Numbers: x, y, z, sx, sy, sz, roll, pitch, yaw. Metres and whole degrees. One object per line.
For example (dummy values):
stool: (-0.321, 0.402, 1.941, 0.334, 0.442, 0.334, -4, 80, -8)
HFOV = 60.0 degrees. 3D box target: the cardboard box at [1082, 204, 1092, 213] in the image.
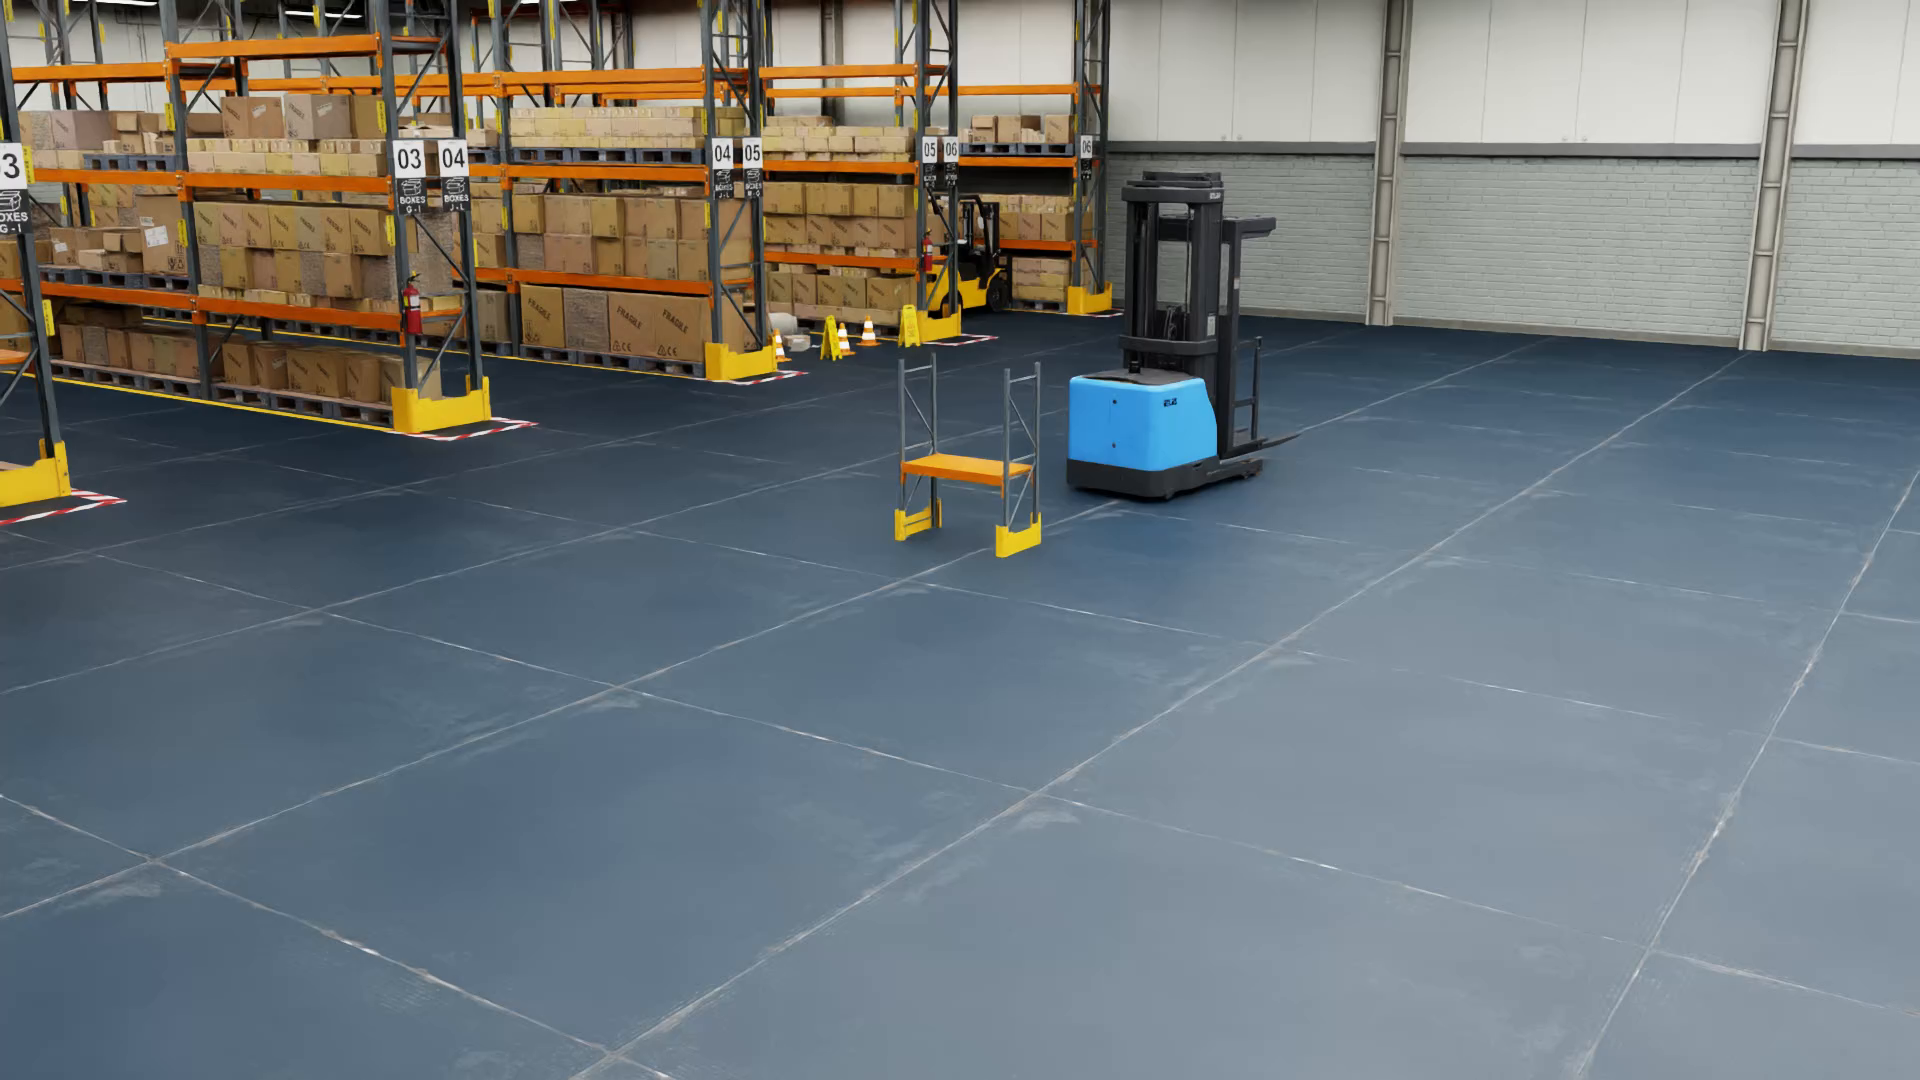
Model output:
cardboard box: (2.266, -6.201, 31.073, 0.250, 0.149, 0.380, 9, 16, 31)

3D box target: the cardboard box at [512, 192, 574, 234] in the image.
cardboard box: (-6.075, -4.827, 24.520, 0.550, 0.550, 0.875, 9, 17, 33)

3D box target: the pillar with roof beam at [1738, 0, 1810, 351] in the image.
pillar with roof beam: (9.883, -6.458, 21.184, 0.400, 9.000, 9.100, 9, 17, 33)

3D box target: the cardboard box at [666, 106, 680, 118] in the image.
cardboard box: (-3.718, -5.735, 22.285, 0.250, 0.149, 0.380, 9, 17, 33)

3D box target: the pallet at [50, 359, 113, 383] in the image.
pallet: (-11.885, -2.389, 23.033, 1.213, 0.211, 1.003, 9, 17, 33)

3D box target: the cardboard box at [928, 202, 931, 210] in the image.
cardboard box: (-0.583, -6.511, 32.324, 0.250, 0.149, 0.380, 10, 17, 34)

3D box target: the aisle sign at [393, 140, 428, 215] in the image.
aisle sign: (-6.011, -3.968, 18.201, 0.004, 0.787, 0.394, 9, 17, 33)

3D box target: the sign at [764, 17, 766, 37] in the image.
sign: (-3.365, -8.796, 28.522, 0.005, 0.325, 0.100, 9, 17, 33)

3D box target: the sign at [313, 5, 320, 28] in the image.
sign: (-9.976, -8.117, 25.777, 0.005, 0.325, 0.100, 9, 17, 33)

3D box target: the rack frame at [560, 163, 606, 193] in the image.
rack frame: (-7.002, -5.823, 31.104, 0.127, 3.000, 1.000, 9, 17, 33)

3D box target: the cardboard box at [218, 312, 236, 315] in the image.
cardboard box: (-12.535, -4.198, 28.865, 0.500, 0.500, 0.500, 10, 17, 35)

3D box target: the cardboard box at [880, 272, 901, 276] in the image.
cardboard box: (-1.335, -4.219, 27.912, 0.500, 0.500, 0.500, 8, 16, 31)

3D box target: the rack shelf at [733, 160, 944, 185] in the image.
rack shelf: (-2.024, -6.125, 27.580, 4.000, 0.370, 1.077, 9, 17, 33)

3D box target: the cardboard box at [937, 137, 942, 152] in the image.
cardboard box: (-0.633, -6.398, 26.879, 0.500, 0.250, 0.500, 9, 16, 32)

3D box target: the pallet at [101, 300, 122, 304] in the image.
pallet: (-15.602, -4.416, 31.222, 1.213, 0.211, 1.003, 9, 17, 33)

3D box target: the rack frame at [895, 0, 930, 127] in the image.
rack frame: (-0.916, -9.189, 32.216, 0.127, 3.000, 1.000, 9, 17, 33)

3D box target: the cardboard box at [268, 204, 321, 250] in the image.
cardboard box: (-7.731, -3.679, 19.536, 0.500, 0.500, 0.500, 9, 17, 33)

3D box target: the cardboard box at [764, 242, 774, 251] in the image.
cardboard box: (-3.125, -5.005, 28.324, 0.250, 0.149, 0.380, 9, 17, 33)

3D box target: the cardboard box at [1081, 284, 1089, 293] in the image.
cardboard box: (2.105, -4.714, 31.474, 0.500, 0.250, 0.500, 9, 17, 33)

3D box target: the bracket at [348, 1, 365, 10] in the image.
bracket: (-15.117, -13.390, 41.694, 0.430, 0.232, 0.235, 9, 17, 33)

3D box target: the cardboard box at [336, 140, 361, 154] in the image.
cardboard box: (-6.738, -4.399, 18.592, 0.250, 0.149, 0.380, 8, 16, 30)

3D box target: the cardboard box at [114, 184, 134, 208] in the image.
cardboard box: (-14.829, -6.252, 29.930, 0.500, 0.500, 0.500, 9, 16, 31)

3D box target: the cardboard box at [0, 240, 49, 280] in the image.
cardboard box: (-13.081, -3.912, 23.178, 0.500, 0.500, 0.500, 10, 17, 35)

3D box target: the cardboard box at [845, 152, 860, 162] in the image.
cardboard box: (-1.649, -6.217, 26.975, 0.250, 0.149, 0.380, 9, 17, 32)

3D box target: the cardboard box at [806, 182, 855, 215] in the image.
cardboard box: (-2.143, -5.665, 27.559, 0.500, 0.500, 0.700, 9, 17, 32)

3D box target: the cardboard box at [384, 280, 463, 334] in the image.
cardboard box: (-8.499, -3.718, 26.409, 0.750, 0.750, 1.050, 9, 17, 34)

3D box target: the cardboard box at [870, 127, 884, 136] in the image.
cardboard box: (-1.224, -6.531, 26.584, 0.250, 0.149, 0.380, 9, 16, 32)

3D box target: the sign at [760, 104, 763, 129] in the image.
sign: (-2.728, -5.778, 22.697, 0.005, 0.325, 0.100, 9, 17, 33)

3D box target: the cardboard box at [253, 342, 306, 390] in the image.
cardboard box: (-8.425, -2.164, 20.652, 0.500, 0.500, 0.500, -11, 17, -36)

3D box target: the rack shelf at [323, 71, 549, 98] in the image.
rack shelf: (-8.021, -6.923, 25.393, 4.000, 0.370, 1.077, 9, 17, 33)

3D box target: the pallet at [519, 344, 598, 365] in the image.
pallet: (-5.775, -2.815, 24.756, 1.213, 0.211, 1.003, 9, 17, 33)

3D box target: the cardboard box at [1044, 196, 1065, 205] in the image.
cardboard box: (1.766, -6.281, 30.777, 0.250, 0.149, 0.380, 9, 17, 33)

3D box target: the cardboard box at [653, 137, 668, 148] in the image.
cardboard box: (-3.930, -5.381, 22.519, 0.250, 0.149, 0.380, 9, 17, 34)

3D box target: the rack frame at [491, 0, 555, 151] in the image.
rack frame: (-6.362, -7.198, 24.175, 0.127, 3.000, 1.000, 9, 17, 33)

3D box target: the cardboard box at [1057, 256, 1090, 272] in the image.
cardboard box: (2.110, -5.197, 31.343, 0.500, 0.250, 0.500, 9, 16, 32)

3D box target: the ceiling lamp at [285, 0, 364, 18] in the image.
ceiling lamp: (-14.397, -13.527, 37.593, 0.800, 3.185, 2.000, 9, 17, 33)

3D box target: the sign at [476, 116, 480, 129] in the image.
sign: (-11.176, -9.658, 38.536, 0.005, 0.325, 0.100, 9, 17, 33)

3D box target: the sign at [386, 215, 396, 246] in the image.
sign: (-6.221, -3.382, 18.175, 0.005, 0.325, 0.100, 9, 17, 33)

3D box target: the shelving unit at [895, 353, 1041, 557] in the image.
shelving unit: (0.063, -0.718, 13.602, 1.083, 1.500, 0.587, 9, 17, 33)

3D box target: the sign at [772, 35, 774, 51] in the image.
sign: (-3.928, -10.367, 34.701, 0.005, 0.325, 0.100, 9, 17, 33)

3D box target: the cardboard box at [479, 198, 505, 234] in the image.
cardboard box: (-6.777, -4.885, 25.027, 0.500, 0.500, 0.700, 9, 16, 32)

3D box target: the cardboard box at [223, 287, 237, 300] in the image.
cardboard box: (-8.780, -3.036, 20.368, 0.250, 0.149, 0.380, 9, 17, 33)

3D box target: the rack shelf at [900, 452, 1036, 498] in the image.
rack shelf: (0.071, -0.542, 13.640, 1.000, 0.185, 0.538, 9, 17, 33)

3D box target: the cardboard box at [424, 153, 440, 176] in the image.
cardboard box: (-6.150, -4.274, 18.915, 0.500, 0.250, 0.500, 10, 17, 34)

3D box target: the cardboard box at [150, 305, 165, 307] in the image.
cardboard box: (-14.375, -4.302, 30.020, 0.250, 0.149, 0.380, 9, 17, 33)

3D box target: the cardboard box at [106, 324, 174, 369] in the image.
cardboard box: (-11.024, -2.615, 22.431, 0.500, 0.500, 0.700, 11, 18, 37)

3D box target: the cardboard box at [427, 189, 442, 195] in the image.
cardboard box: (-10.117, -6.777, 32.669, 0.500, 0.500, 0.500, 9, 17, 33)

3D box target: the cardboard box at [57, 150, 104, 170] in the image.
cardboard box: (-11.427, -4.981, 21.771, 0.500, 0.250, 0.500, 10, 17, 34)

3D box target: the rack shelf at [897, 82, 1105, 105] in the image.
rack shelf: (0.744, -8.377, 31.267, 4.000, 0.370, 1.077, 9, 17, 33)

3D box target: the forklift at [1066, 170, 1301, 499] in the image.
forklift: (2.336, -2.090, 16.168, 1.130, 2.935, 3.031, 11, 18, 39)

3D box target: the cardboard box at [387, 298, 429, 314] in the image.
cardboard box: (-6.247, -2.649, 18.806, 0.250, 0.149, 0.380, 9, 17, 33)

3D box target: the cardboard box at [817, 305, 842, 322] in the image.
cardboard box: (-2.048, -3.814, 27.837, 0.500, 0.250, 0.500, 8, 16, 31)

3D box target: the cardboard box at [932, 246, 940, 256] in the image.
cardboard box: (-0.530, -4.715, 27.151, 0.250, 0.149, 0.380, 9, 17, 33)

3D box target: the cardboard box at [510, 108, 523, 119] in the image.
cardboard box: (-6.250, -6.143, 23.936, 0.250, 0.149, 0.380, 9, 17, 33)
